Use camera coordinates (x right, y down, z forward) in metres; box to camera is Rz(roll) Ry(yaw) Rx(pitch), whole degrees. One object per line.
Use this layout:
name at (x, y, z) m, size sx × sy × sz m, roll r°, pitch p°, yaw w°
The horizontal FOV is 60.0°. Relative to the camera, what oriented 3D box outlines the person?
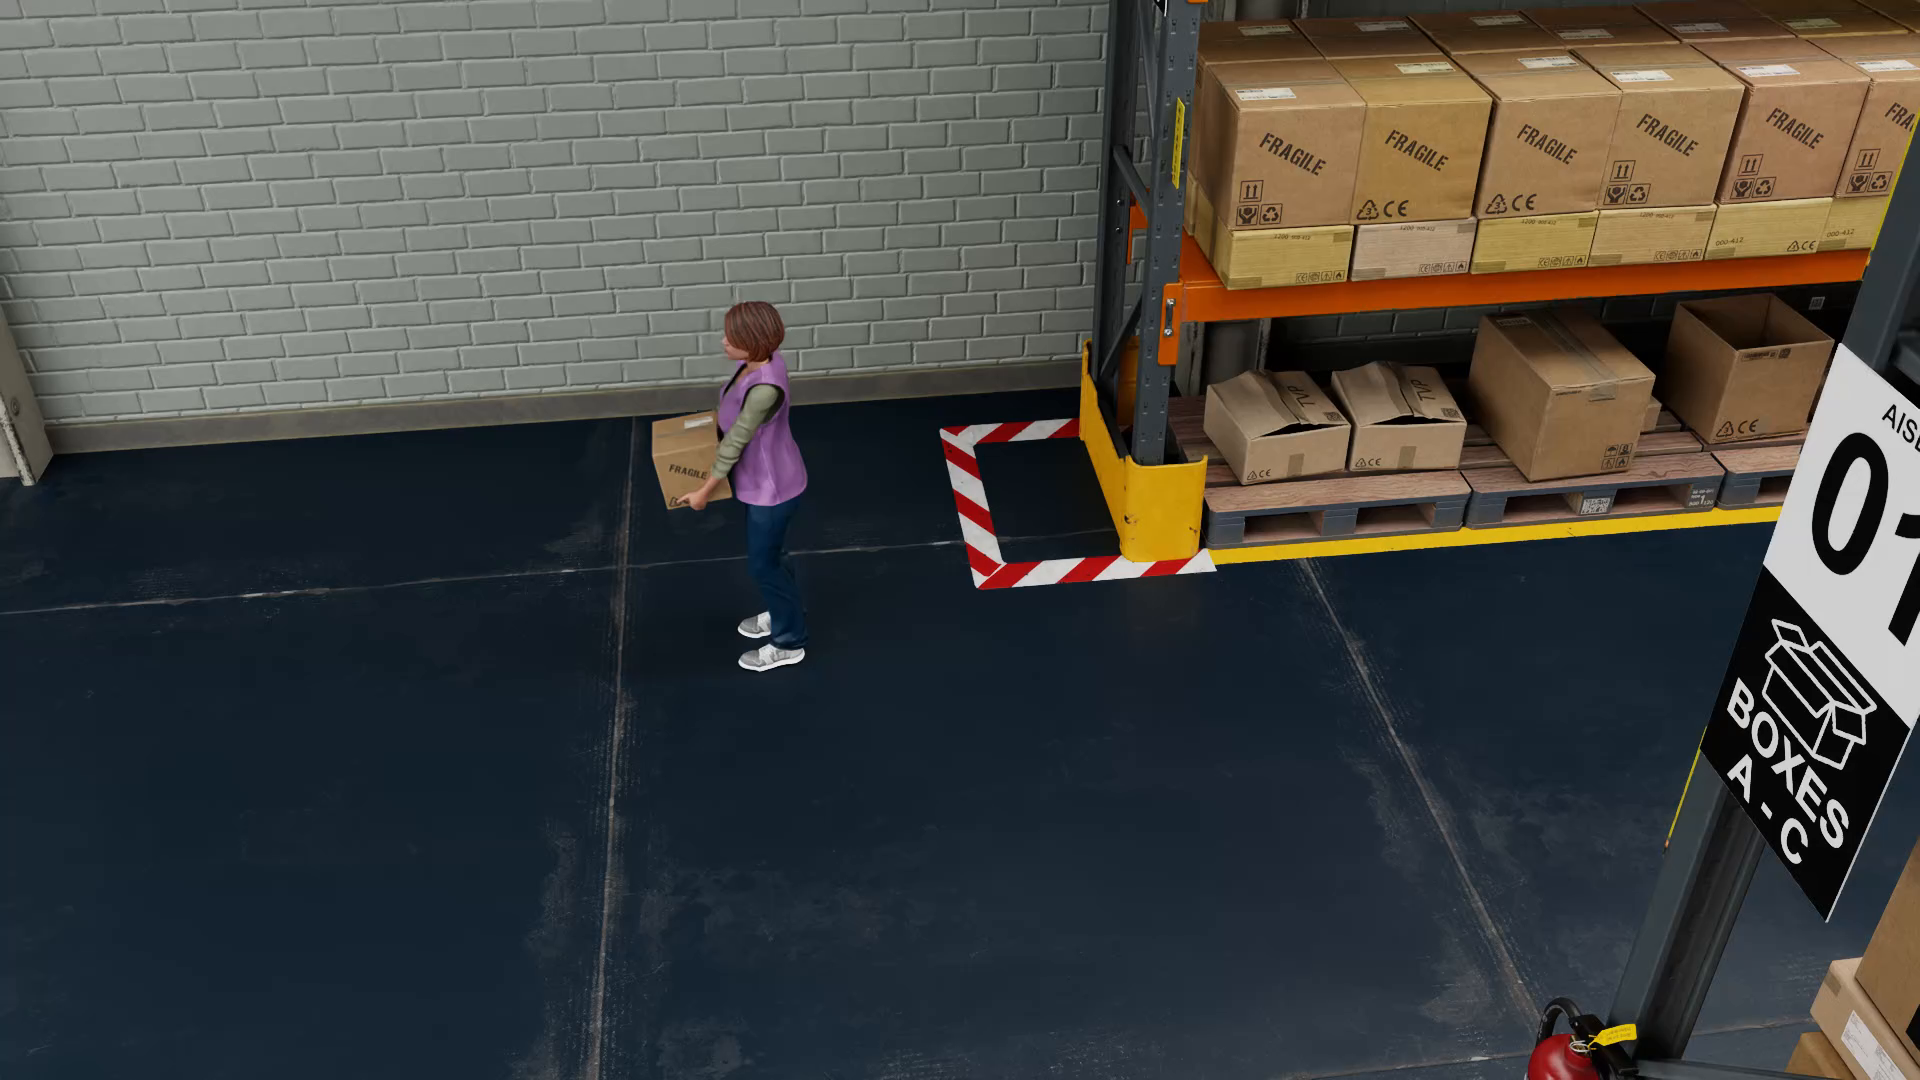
person at (-0.839, -0.199, 6.439) m, size 0.502 × 1.600 × 0.375 m, roll -5°, pitch 36°, yaw -7°
